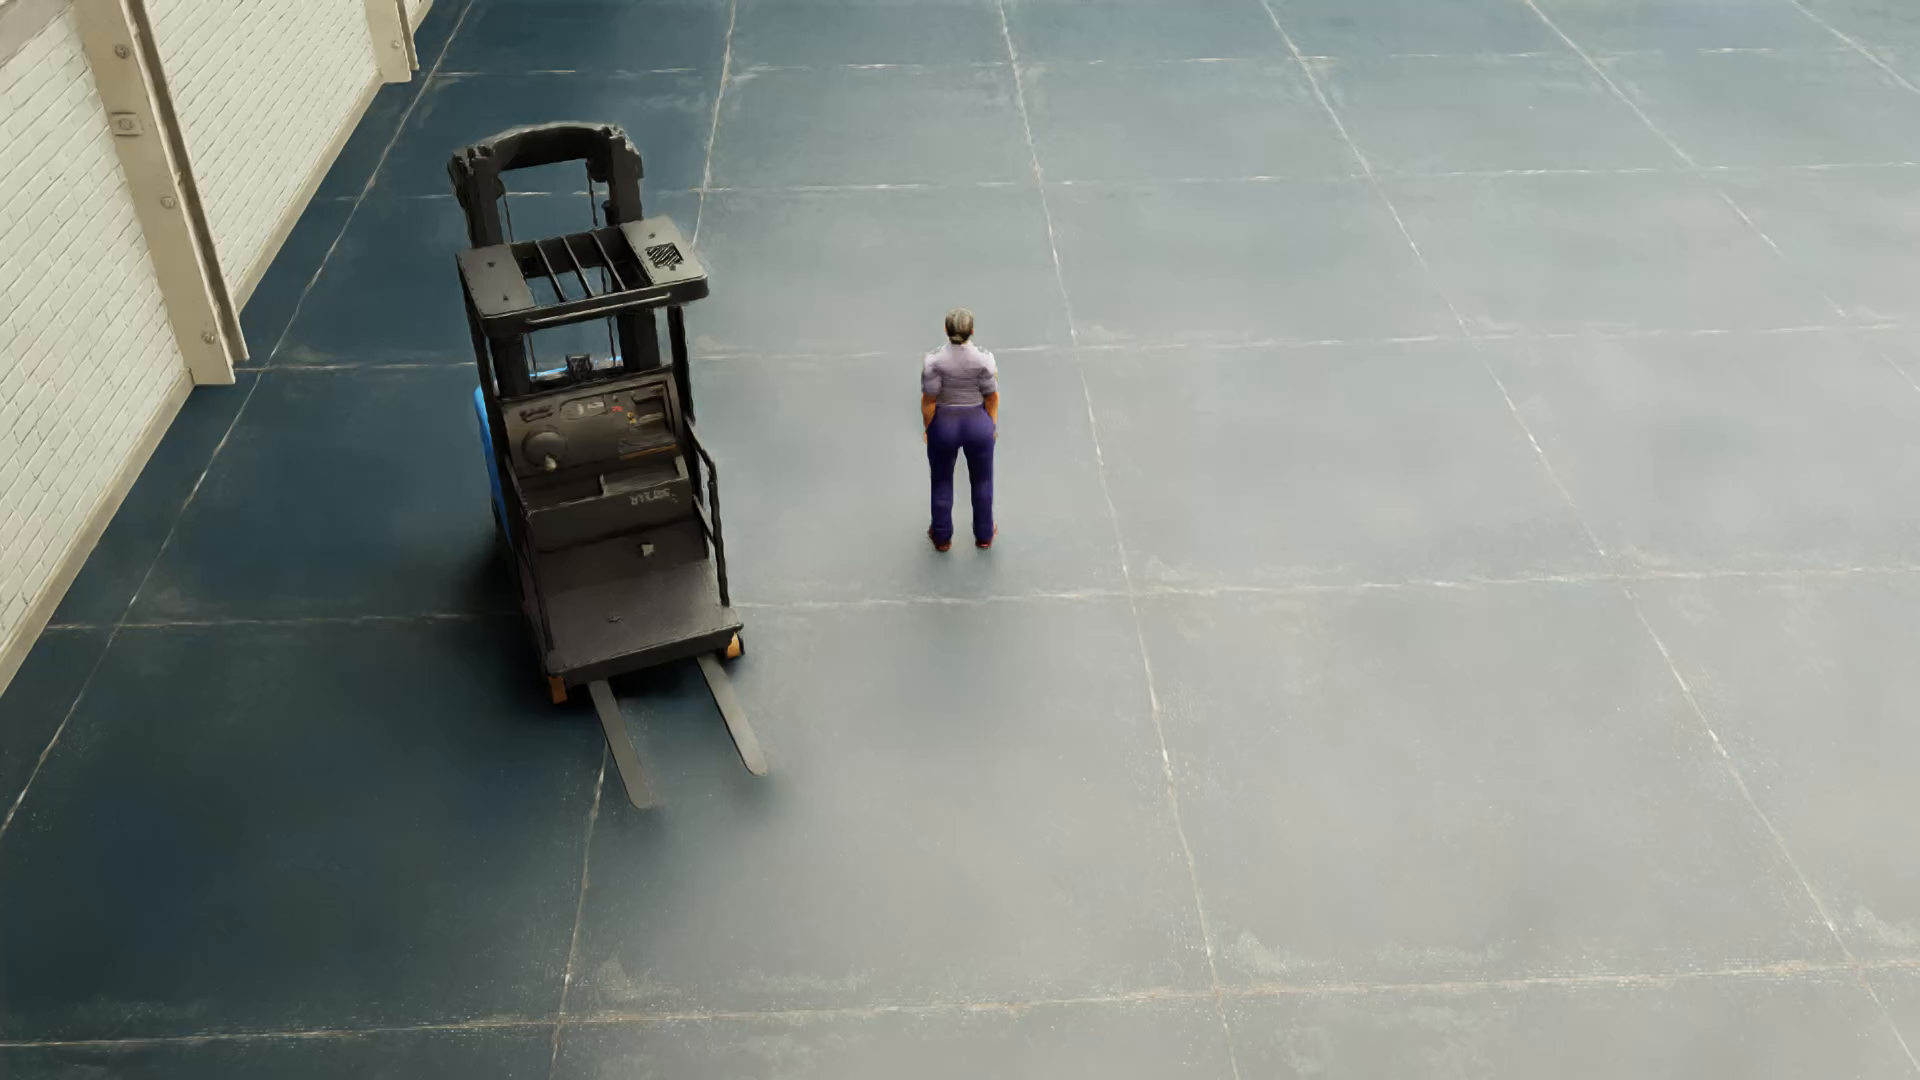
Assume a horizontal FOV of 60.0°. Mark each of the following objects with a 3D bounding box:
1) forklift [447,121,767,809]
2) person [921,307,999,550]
[{"bbox_3d":[-1.886,-0.562,8.782,1.130,2.935,3.031,-14,38,-18],"label":"forklift"},{"bbox_3d":[0.007,-0.674,10.029,0.480,1.652,0.349,-2,36,-2],"label":"person"}]
